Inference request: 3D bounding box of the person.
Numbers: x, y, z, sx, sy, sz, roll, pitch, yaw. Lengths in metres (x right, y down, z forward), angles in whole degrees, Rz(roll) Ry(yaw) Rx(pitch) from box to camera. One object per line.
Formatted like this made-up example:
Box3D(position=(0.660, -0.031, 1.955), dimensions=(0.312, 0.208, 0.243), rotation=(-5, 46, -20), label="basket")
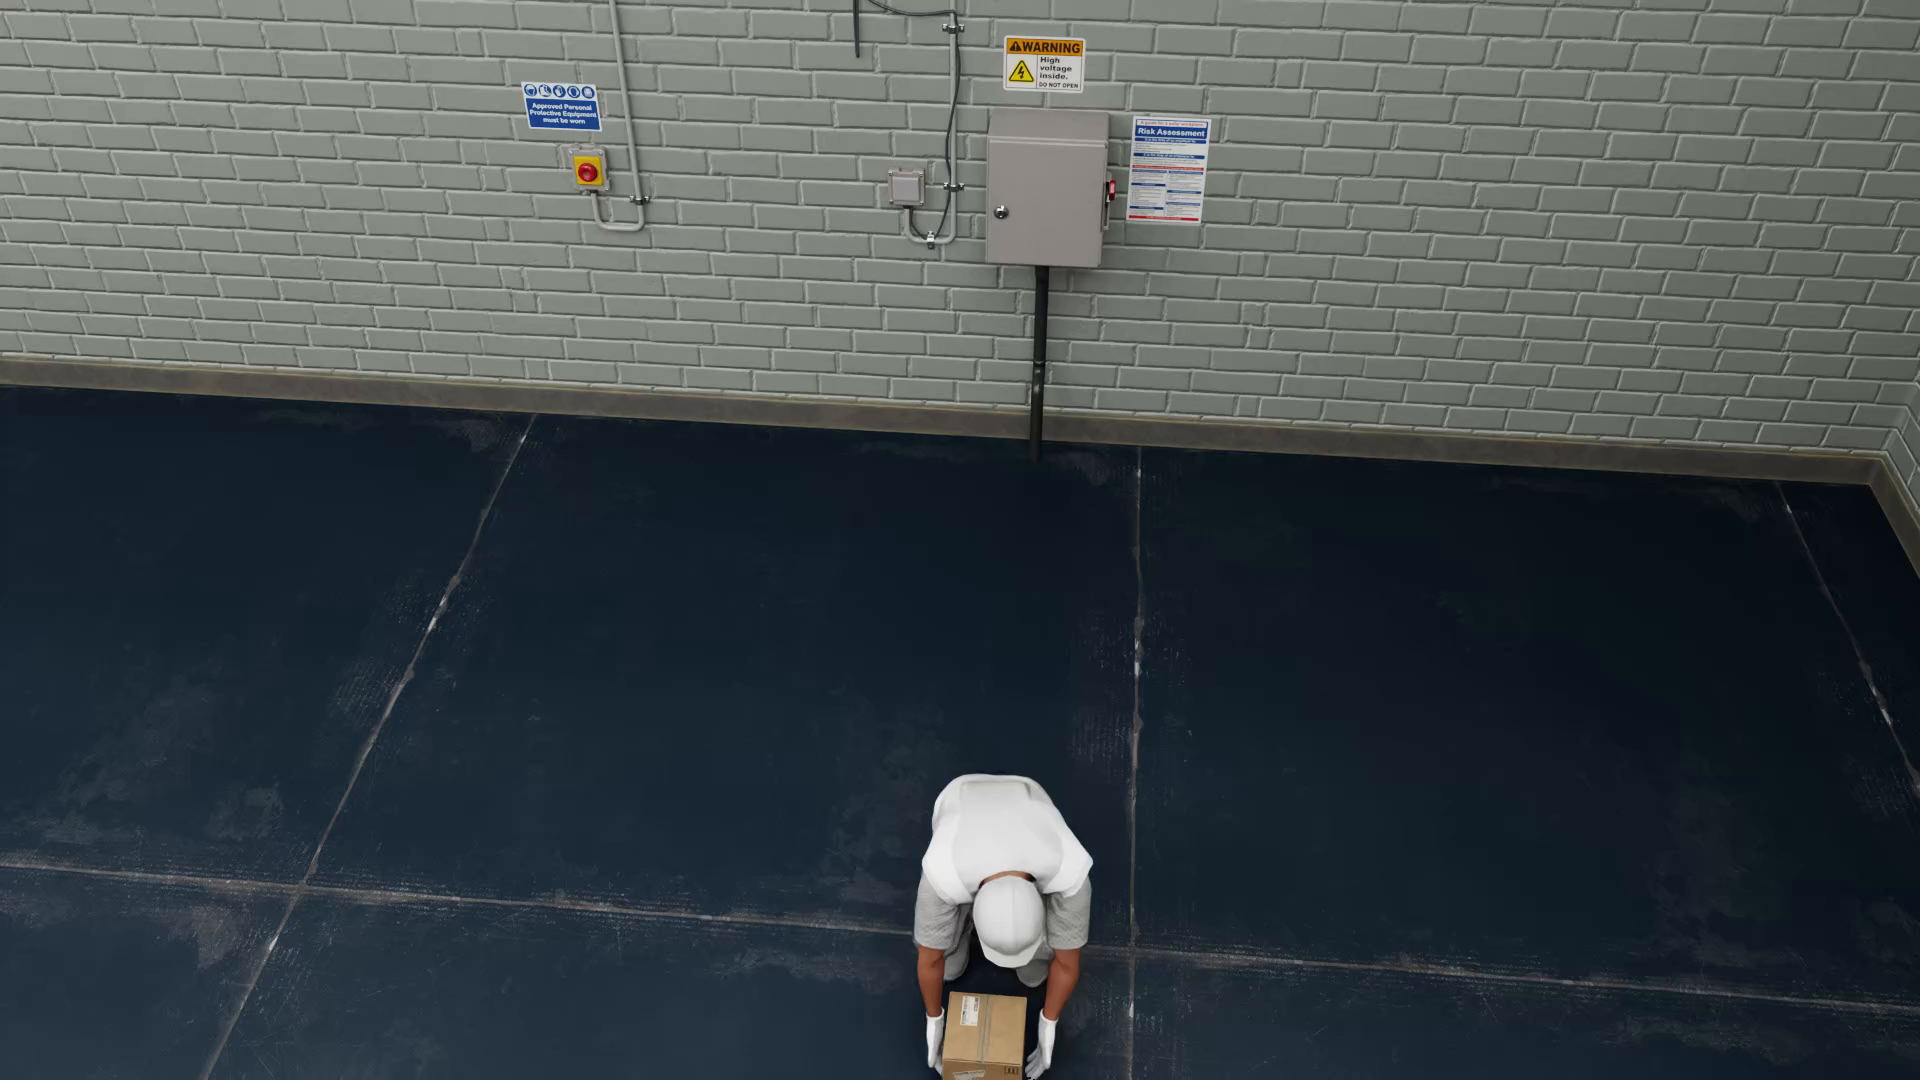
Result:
Box3D(position=(0.134, 1.164, 5.418), dimensions=(0.576, 0.921, 0.911), rotation=(3, 40, 4), label="person")
